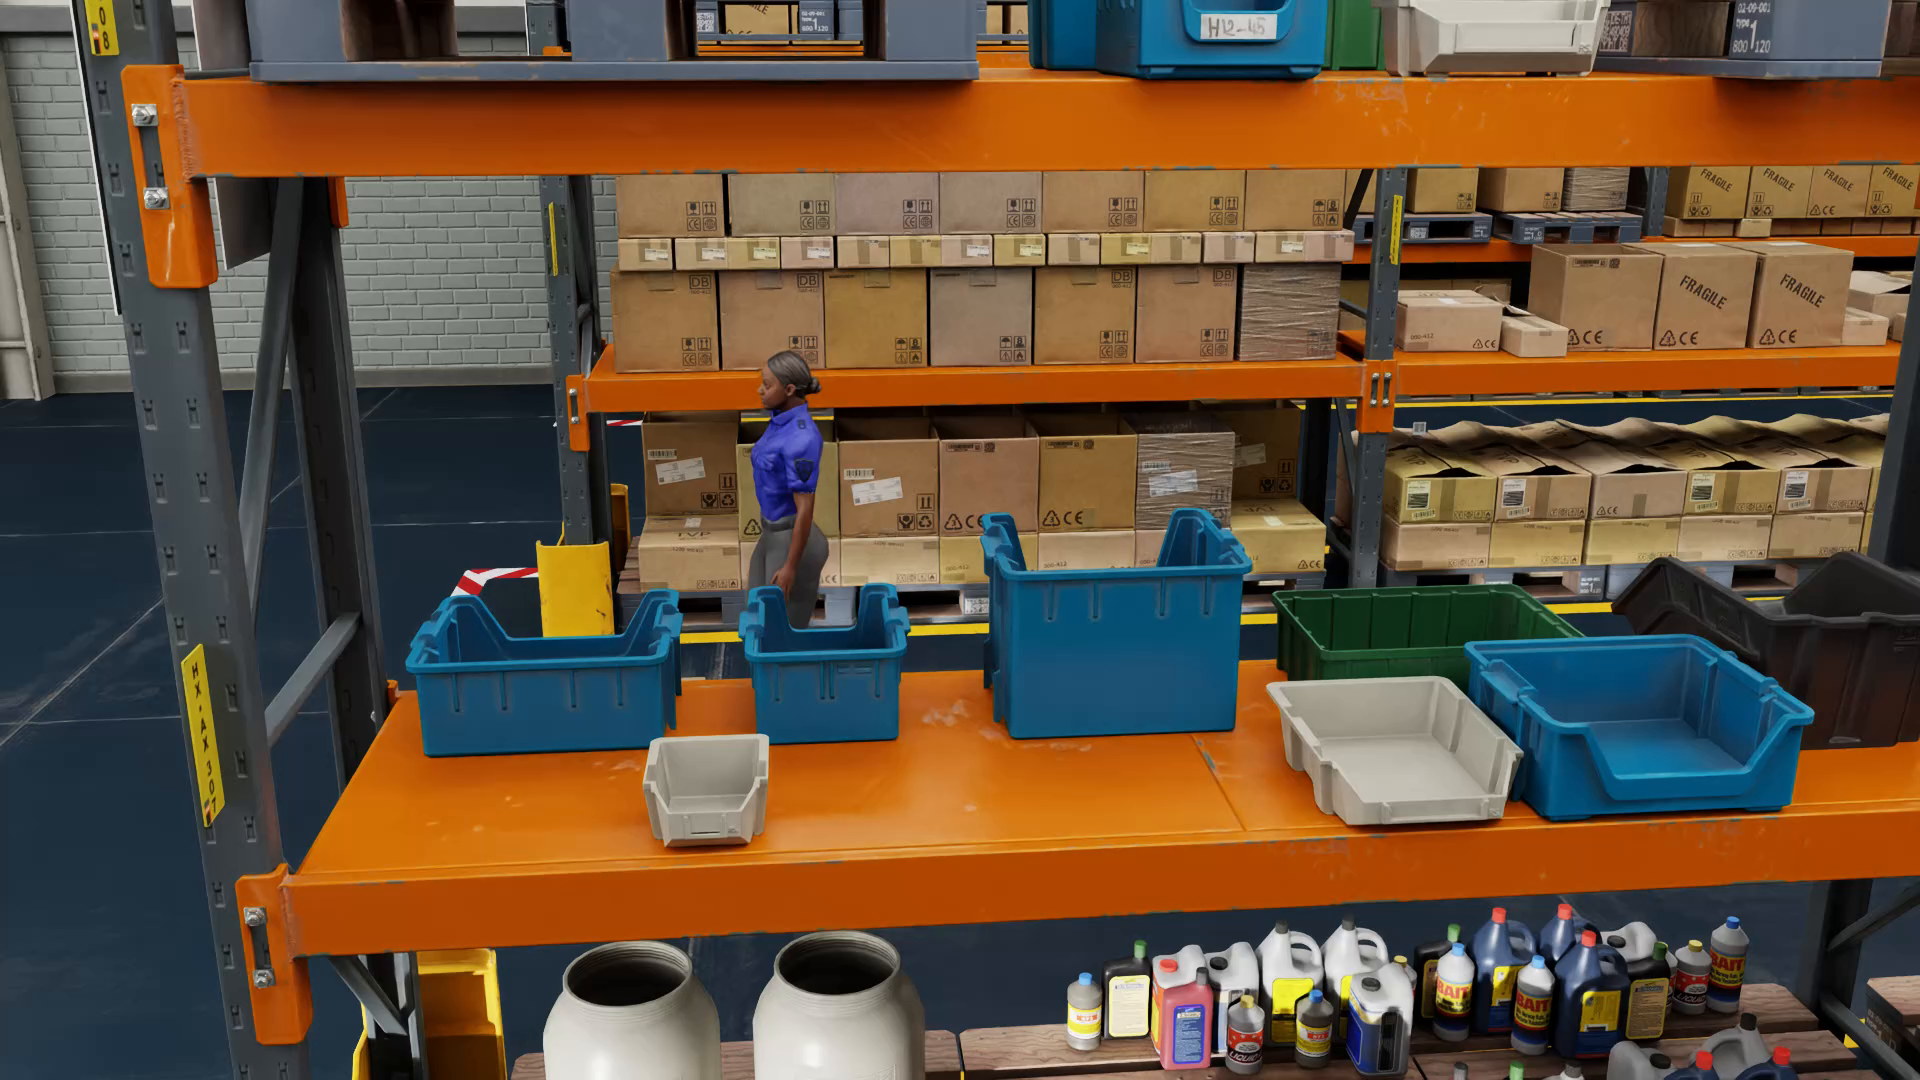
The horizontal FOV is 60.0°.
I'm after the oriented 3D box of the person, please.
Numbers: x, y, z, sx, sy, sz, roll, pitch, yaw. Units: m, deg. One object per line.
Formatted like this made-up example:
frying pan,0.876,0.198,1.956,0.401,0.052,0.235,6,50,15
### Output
person,-0.711,0.035,6.861,0.484,1.663,0.542,-5,18,-16
